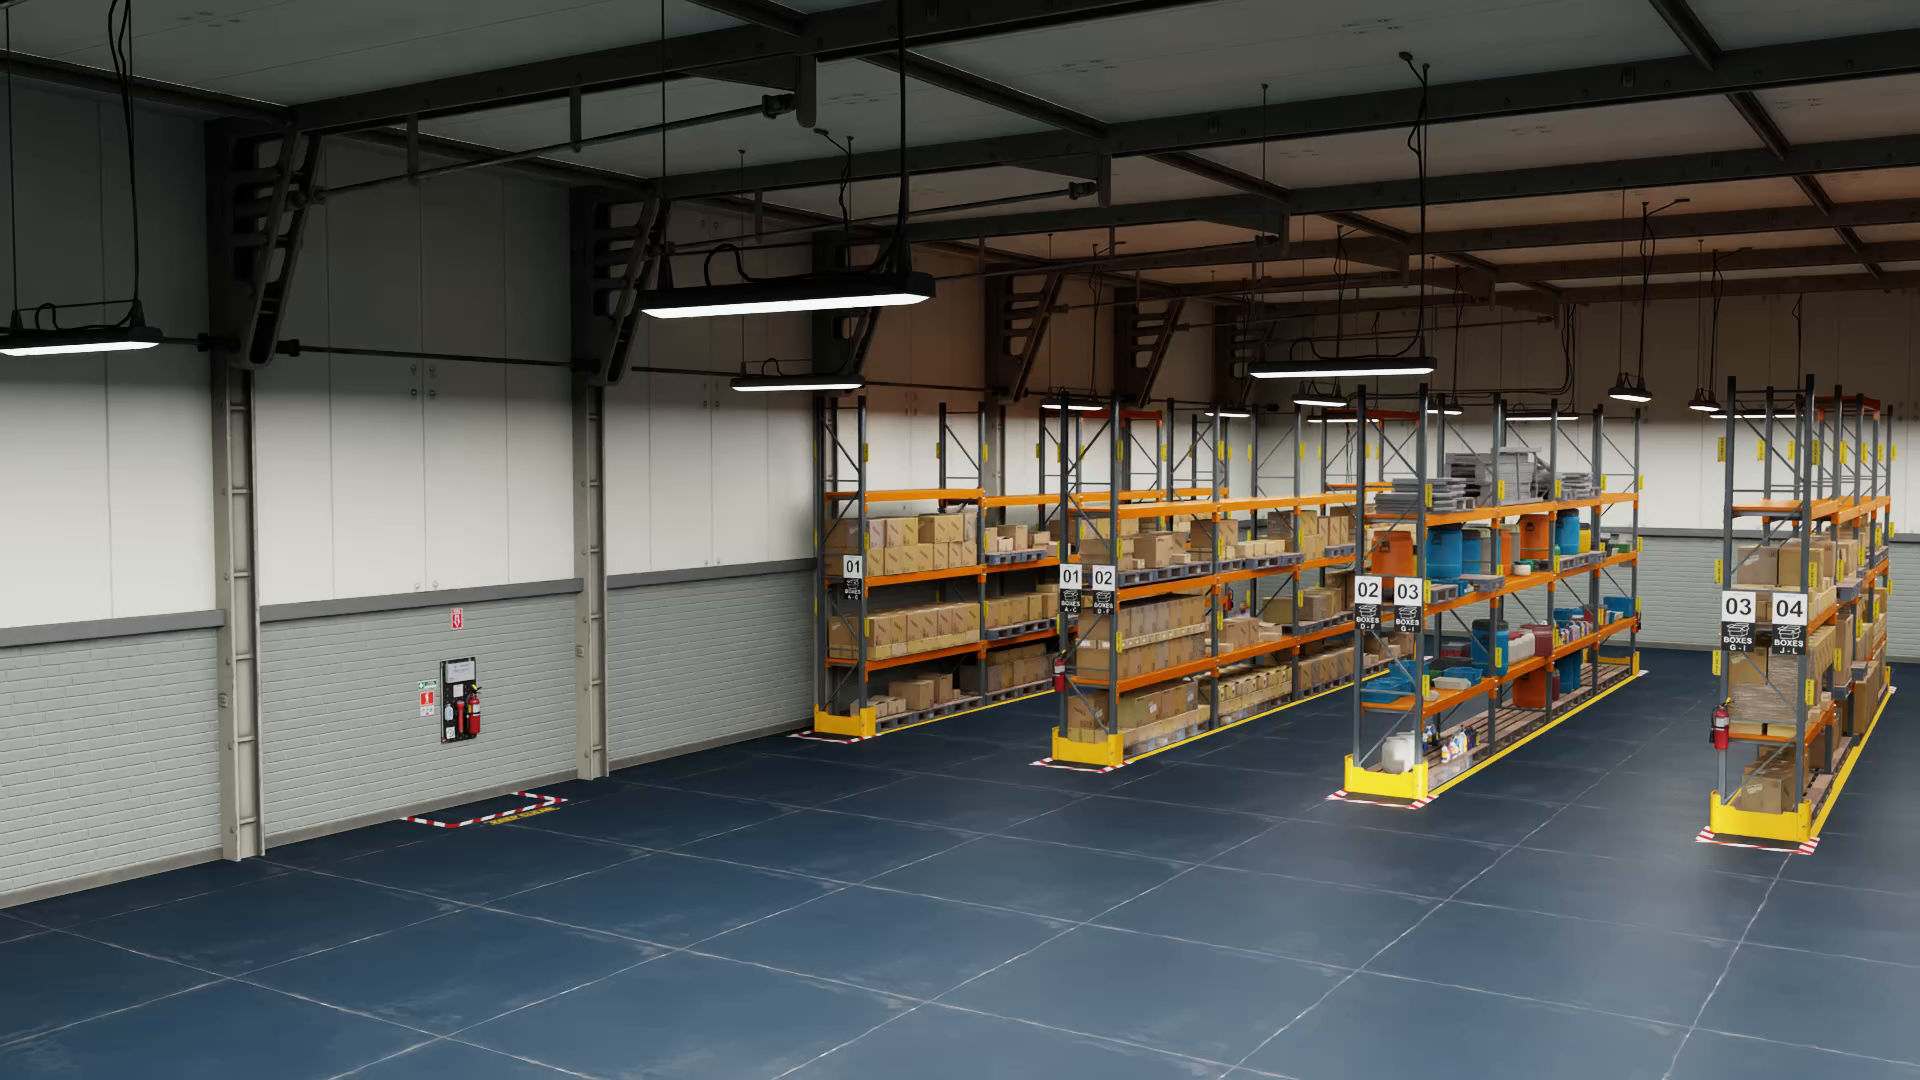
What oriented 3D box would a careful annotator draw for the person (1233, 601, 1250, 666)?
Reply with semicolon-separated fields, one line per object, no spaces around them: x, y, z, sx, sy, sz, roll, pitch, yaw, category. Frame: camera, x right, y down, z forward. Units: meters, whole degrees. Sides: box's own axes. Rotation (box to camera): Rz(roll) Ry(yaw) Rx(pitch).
6.502;2.190;38.123;0.503;1.588;1.034;2;3;29;person
